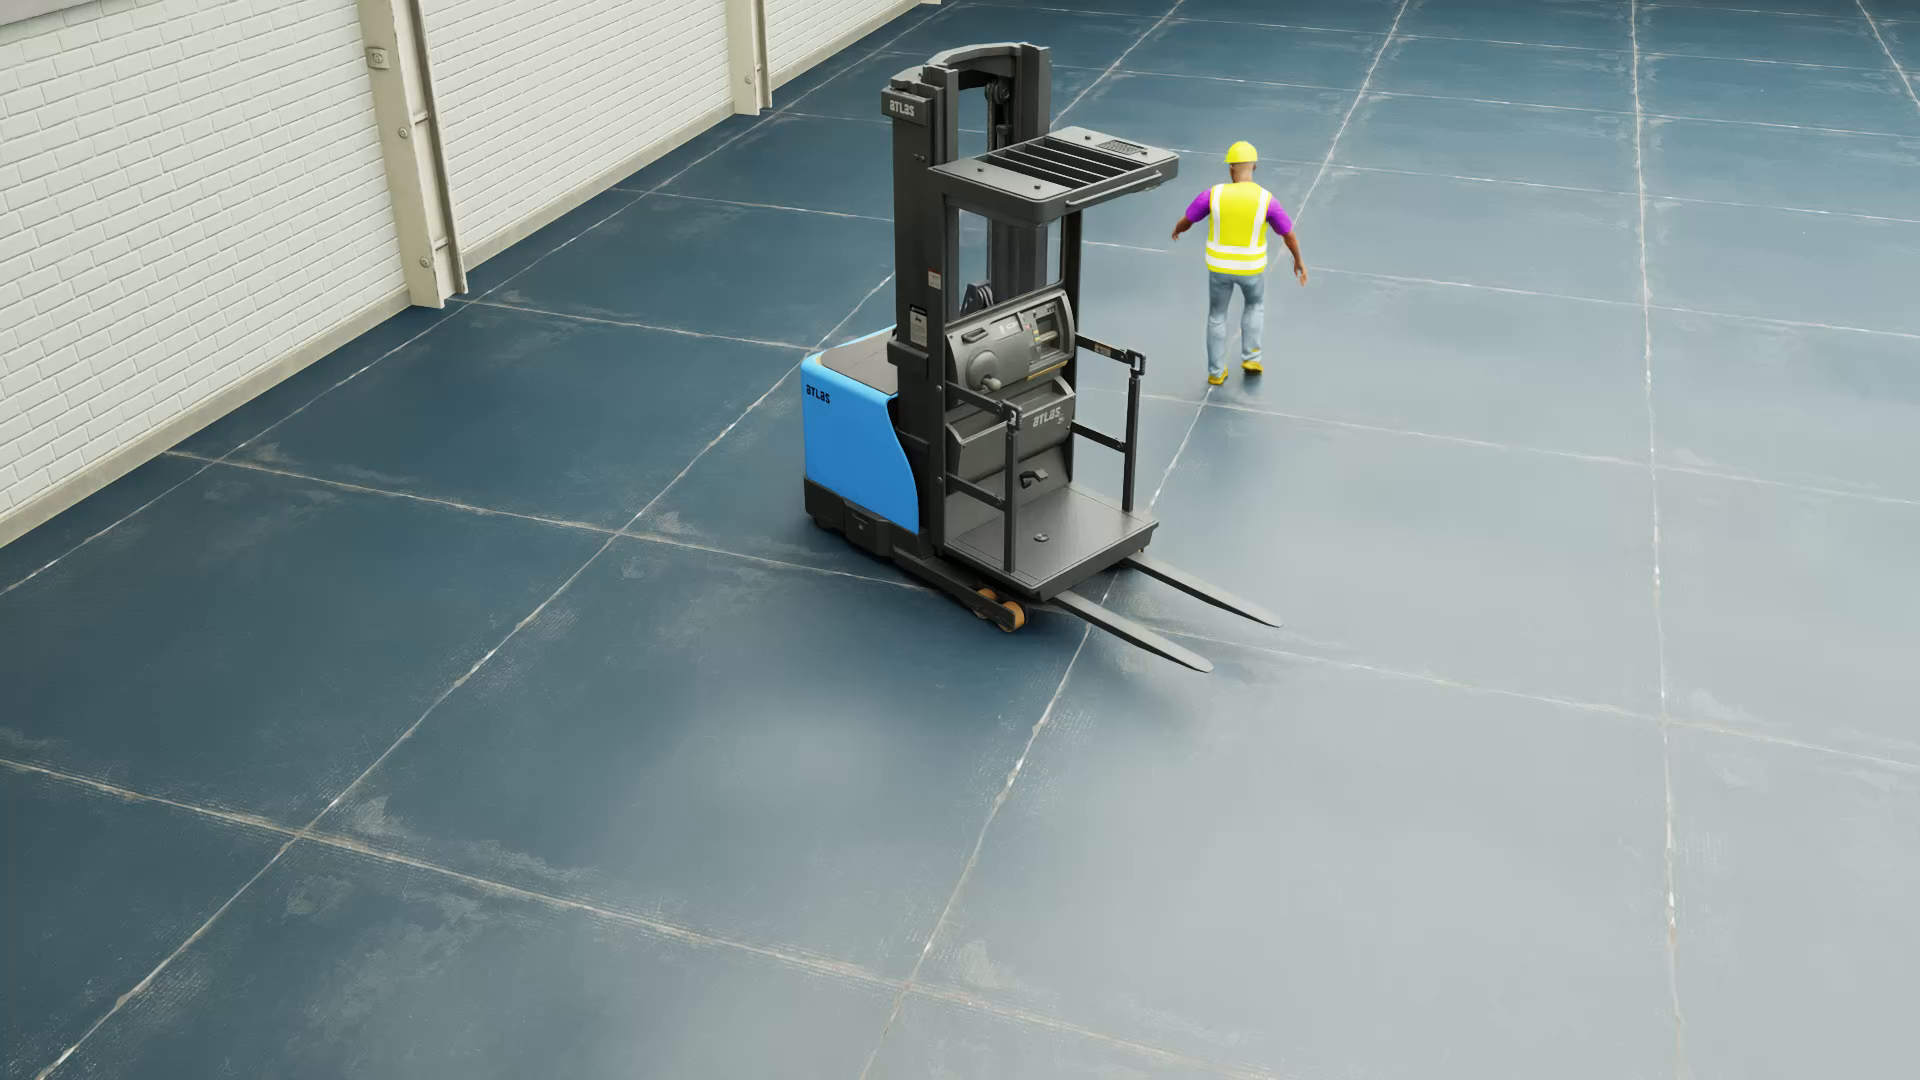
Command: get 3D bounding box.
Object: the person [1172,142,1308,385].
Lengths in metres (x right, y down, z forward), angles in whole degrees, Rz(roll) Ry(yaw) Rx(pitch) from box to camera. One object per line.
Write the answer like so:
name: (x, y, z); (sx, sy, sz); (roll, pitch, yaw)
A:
person: (1.973, -1.958, 11.821); (1.004, 1.792, 0.533); (8, 31, 14)

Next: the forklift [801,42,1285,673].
forklift: (0.435, -1.055, 8.987); (1.130, 2.935, 3.031); (-26, 39, -38)
